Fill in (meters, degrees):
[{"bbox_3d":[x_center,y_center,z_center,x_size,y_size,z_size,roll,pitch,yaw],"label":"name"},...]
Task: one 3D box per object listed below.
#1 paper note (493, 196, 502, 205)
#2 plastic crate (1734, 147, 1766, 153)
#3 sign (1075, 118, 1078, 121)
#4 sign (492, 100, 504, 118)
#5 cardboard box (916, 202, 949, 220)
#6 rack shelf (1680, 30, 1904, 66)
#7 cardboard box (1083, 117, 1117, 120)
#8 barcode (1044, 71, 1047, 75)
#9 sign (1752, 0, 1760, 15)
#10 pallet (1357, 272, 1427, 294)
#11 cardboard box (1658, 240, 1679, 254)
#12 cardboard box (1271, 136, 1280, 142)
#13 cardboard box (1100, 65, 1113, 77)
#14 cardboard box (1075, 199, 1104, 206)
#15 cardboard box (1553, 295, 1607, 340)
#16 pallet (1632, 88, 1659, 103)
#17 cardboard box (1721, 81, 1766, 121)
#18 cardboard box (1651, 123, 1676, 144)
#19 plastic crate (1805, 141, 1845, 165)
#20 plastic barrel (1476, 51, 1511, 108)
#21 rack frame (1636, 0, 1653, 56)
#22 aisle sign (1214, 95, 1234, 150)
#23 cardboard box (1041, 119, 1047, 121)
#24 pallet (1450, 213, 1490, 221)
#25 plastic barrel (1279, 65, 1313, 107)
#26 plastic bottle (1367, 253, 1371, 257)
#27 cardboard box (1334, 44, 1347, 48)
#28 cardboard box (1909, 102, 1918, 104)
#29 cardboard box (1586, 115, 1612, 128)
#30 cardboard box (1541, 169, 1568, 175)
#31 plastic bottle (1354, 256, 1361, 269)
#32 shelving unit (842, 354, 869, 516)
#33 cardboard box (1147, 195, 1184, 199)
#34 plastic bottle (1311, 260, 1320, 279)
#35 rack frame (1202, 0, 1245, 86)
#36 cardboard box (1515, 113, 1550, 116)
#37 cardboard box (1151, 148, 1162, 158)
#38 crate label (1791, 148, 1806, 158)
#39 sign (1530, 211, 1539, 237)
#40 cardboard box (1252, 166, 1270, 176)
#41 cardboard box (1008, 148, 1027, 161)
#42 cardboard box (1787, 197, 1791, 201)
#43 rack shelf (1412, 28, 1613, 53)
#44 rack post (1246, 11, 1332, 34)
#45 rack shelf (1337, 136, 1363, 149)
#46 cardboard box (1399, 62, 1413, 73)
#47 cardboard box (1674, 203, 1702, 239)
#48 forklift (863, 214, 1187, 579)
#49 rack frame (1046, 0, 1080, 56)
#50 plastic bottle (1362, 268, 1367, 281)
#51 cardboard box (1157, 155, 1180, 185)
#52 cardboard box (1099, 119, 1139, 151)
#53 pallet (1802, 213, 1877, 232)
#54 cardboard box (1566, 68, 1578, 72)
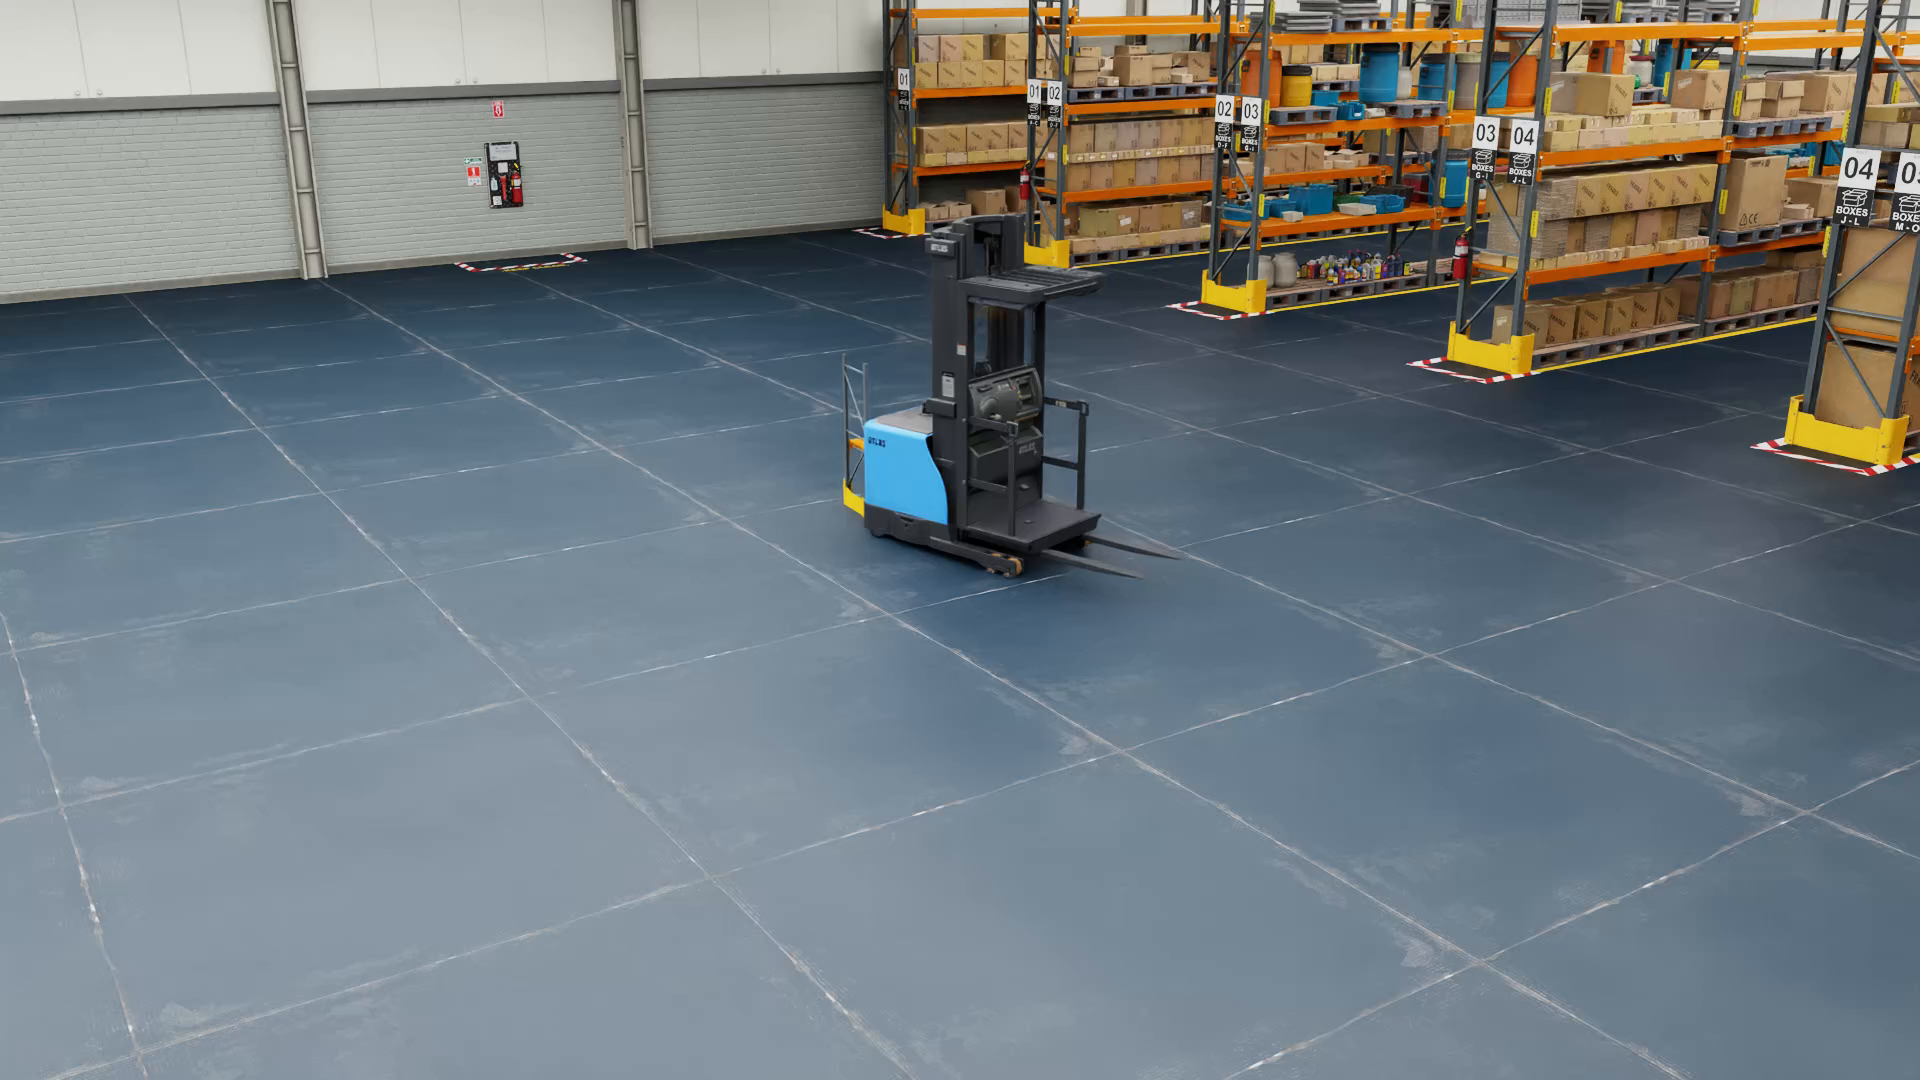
[{"bbox_3d":[-8.382,-6.151,30.130,0.142,0.148,0.016,-12,22,-31],"label":"paper note"},{"bbox_3d":[15.146,-7.321,32.022,0.583,0.464,0.402,-12,22,-31],"label":"plastic crate"},{"bbox_3d":[2.437,-8.679,34.881,0.005,0.325,0.100,-12,22,-31],"label":"sign"},{"bbox_3d":[-8.257,-7.704,29.730,0.199,0.298,0.001,-12,22,-31],"label":"sign"},{"bbox_3d":[-0.581,-6.740,34.010,0.500,0.311,0.500,-15,24,-37],"label":"cardboard box"},{"bbox_3d":[11.975,-7.102,23.948,4.000,0.370,1.077,-12,22,-31],"label":"rack shelf"},{"bbox_3d":[3.046,-8.845,35.882,0.500,0.500,0.700,-9,21,-26],"label":"cardboard box"},{"bbox_3d":[1.505,-8.262,29.409,0.075,0.075,0.001,-12,22,-31],"label":"barcode"},{"bbox_3d":[14.563,-9.767,30.411,0.005,0.325,0.100,-12,22,-31],"label":"sign"},{"bbox_3d":[6.997,-4.334,27.736,1.213,0.211,1.003,-12,22,-31],"label":"pallet"},{"bbox_3d":[9.683,-4.059,22.960,0.250,0.149,0.380,-12,22,-31],"label":"cardboard box"},{"bbox_3d":[7.150,-9.277,38.362,0.250,0.149,0.380,-12,22,-31],"label":"cardboard box"},{"bbox_3d":[2.800,-8.399,29.986,0.500,0.311,0.500,-9,21,-25],"label":"cardboard box"},{"bbox_3d":[2.737,-7.571,36.171,0.500,0.500,0.700,-11,22,-30],"label":"cardboard box"},{"bbox_3d":[8.508,-3.073,22.899,0.500,0.500,0.500,-10,21,-26],"label":"cardboard box"},{"bbox_3d":[11.614,-7.907,29.562,1.213,0.211,1.003,-12,22,-31],"label":"pallet"},{"bbox_3d":[10.752,-6.163,23.290,0.637,0.503,0.797,-13,23,-34],"label":"cardboard box"},{"bbox_3d":[9.203,-5.457,22.254,0.500,0.250,0.500,-12,22,-32],"label":"cardboard box"},{"bbox_3d":[17.426,-7.813,33.521,0.499,0.435,0.616,-12,22,-31],"label":"plastic crate"},{"bbox_3d":[8.978,-7.799,28.164,0.708,0.901,0.600,-12,22,-31],"label":"plastic barrel"},{"bbox_3d":[14.882,-12.044,36.819,0.127,3.000,1.000,-12,22,-31],"label":"rack frame"},{"bbox_3d":[4.016,-6.356,25.304,0.004,0.787,0.394,-12,22,-31],"label":"aisle sign"},{"bbox_3d":[1.907,-8.540,34.855,0.500,0.500,0.500,-12,22,-32],"label":"cardboard box"},{"bbox_3d":[10.882,-7.023,35.689,1.213,0.211,1.003,-12,22,-31],"label":"pallet"},{"bbox_3d":[5.122,-7.002,25.639,0.600,0.588,0.600,0,19,0],"label":"plastic barrel"},{"bbox_3d":[6.818,-4.678,27.963,0.135,0.276,0.152,-11,22,-29],"label":"plastic bottle"},{"bbox_3d":[9.268,-11.959,39.502,0.500,0.500,0.500,-12,22,-32],"label":"cardboard box"},{"bbox_3d":[10.341,-4.600,17.818,0.250,0.149,0.380,-11,22,-30],"label":"cardboard box"},{"bbox_3d":[8.206,-5.427,21.541,0.250,0.149,0.380,-12,22,-32],"label":"cardboard box"},{"bbox_3d":[7.702,-4.648,22.127,0.500,0.500,0.500,-12,22,-31],"label":"cardboard box"},{"bbox_3d":[6.624,-4.589,27.710,0.097,0.271,0.097,0,19,0],"label":"plastic bottle"},{"bbox_3d":[-0.532,-1.068,16.063,1.083,1.500,0.587,-10,21,-27],"label":"shelving unit"},{"bbox_3d":[3.887,-6.252,31.520,0.500,0.500,0.500,-12,22,-31],"label":"cardboard box"},{"bbox_3d":[5.817,-4.429,27.216,0.133,0.283,0.061,-12,22,-31],"label":"plastic bottle"},{"bbox_3d":[4.859,-9.930,30.567,0.127,3.000,1.000,-12,22,-31],"label":"rack frame"},{"bbox_3d":[7.474,-5.496,21.747,0.250,0.149,0.380,-13,23,-34],"label":"cardboard box"},{"bbox_3d":[3.469,-7.067,30.295,0.250,0.149,0.380,-11,22,-30],"label":"cardboard box"},{"bbox_3d":[17.215,-7.870,34.008,0.303,0.233,0.416,-12,22,-31],"label":"crate label"},{"bbox_3d":[7.262,-3.998,21.036,0.005,0.325,0.100,-12,22,-31],"label":"sign"},{"bbox_3d":[5.712,-7.071,31.868,0.250,0.149,0.380,-12,22,-31],"label":"cardboard box"},{"bbox_3d":[1.071,-8.008,34.452,0.500,0.250,0.500,-12,22,-32],"label":"cardboard box"},{"bbox_3d":[12.119,-5.037,25.037,0.500,0.250,0.500,-13,22,-33],"label":"cardboard box"},{"bbox_3d":[9.251,-8.427,27.867,4.000,0.370,1.077,-12,22,-31],"label":"rack shelf"},{"bbox_3d":[4.941,-7.762,24.935,0.954,0.300,0.937,-9,21,-26],"label":"rack post"},{"bbox_3d":[10.484,-9.833,40.770,4.000,0.370,1.077,-12,22,-31],"label":"rack shelf"},{"bbox_3d":[8.546,-9.347,33.369,0.500,0.500,0.910,-12,22,-31],"label":"cardboard box"},{"bbox_3d":[9.895,-4.563,23.439,0.500,0.500,0.875,-12,22,-31],"label":"cardboard box"},{"bbox_3d":[0.559,-1.259,14.391,3.031,2.935,1.130,15,24,38],"label":"forklift"},{"bbox_3d":[2.132,-11.254,34.484,0.127,3.000,1.000,-12,22,-31],"label":"rack frame"},{"bbox_3d":[6.550,-4.308,26.988,0.097,0.201,0.097,0,19,0],"label":"plastic bottle"},{"bbox_3d":[3.634,-6.874,30.737,0.500,0.500,0.700,-12,22,-31],"label":"cardboard box"},{"bbox_3d":[2.817,-7.317,30.022,0.500,0.500,0.700,-12,22,-31],"label":"cardboard box"},{"bbox_3d":[13.109,-4.897,25.347,1.003,0.211,1.213,-12,22,-31],"label":"pallet"},{"bbox_3d":[12.921,-10.041,35.814,0.500,0.250,0.500,-12,22,-31],"label":"cardboard box"}]
